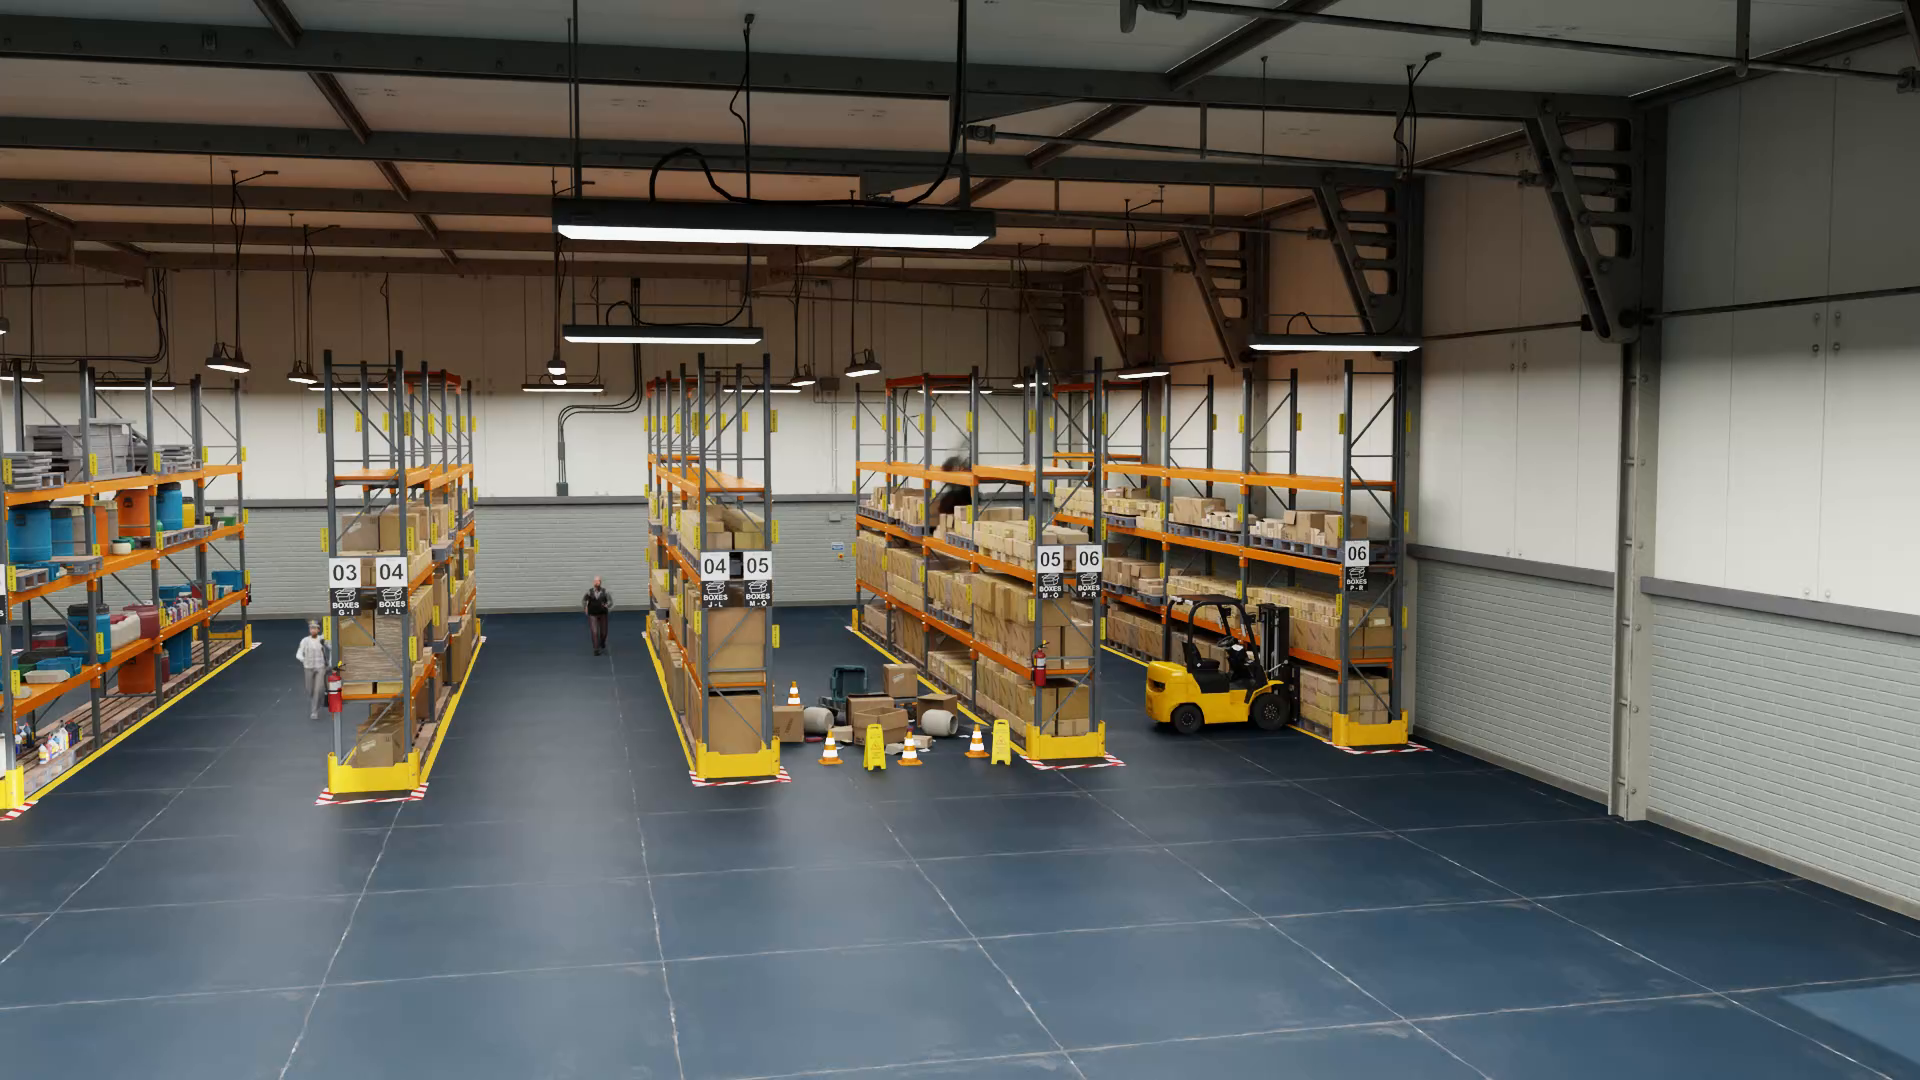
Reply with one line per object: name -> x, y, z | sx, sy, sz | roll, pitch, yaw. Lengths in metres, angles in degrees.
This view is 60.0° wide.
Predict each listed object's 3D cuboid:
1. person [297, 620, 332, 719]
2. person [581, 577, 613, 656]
person -> -10.995, 2.189, 28.394 | 0.630, 1.656, 0.949 | -1, 4, -13
person -> -7.871, 1.648, 36.103 | 0.669, 1.691, 0.821 | -1, 4, -14
